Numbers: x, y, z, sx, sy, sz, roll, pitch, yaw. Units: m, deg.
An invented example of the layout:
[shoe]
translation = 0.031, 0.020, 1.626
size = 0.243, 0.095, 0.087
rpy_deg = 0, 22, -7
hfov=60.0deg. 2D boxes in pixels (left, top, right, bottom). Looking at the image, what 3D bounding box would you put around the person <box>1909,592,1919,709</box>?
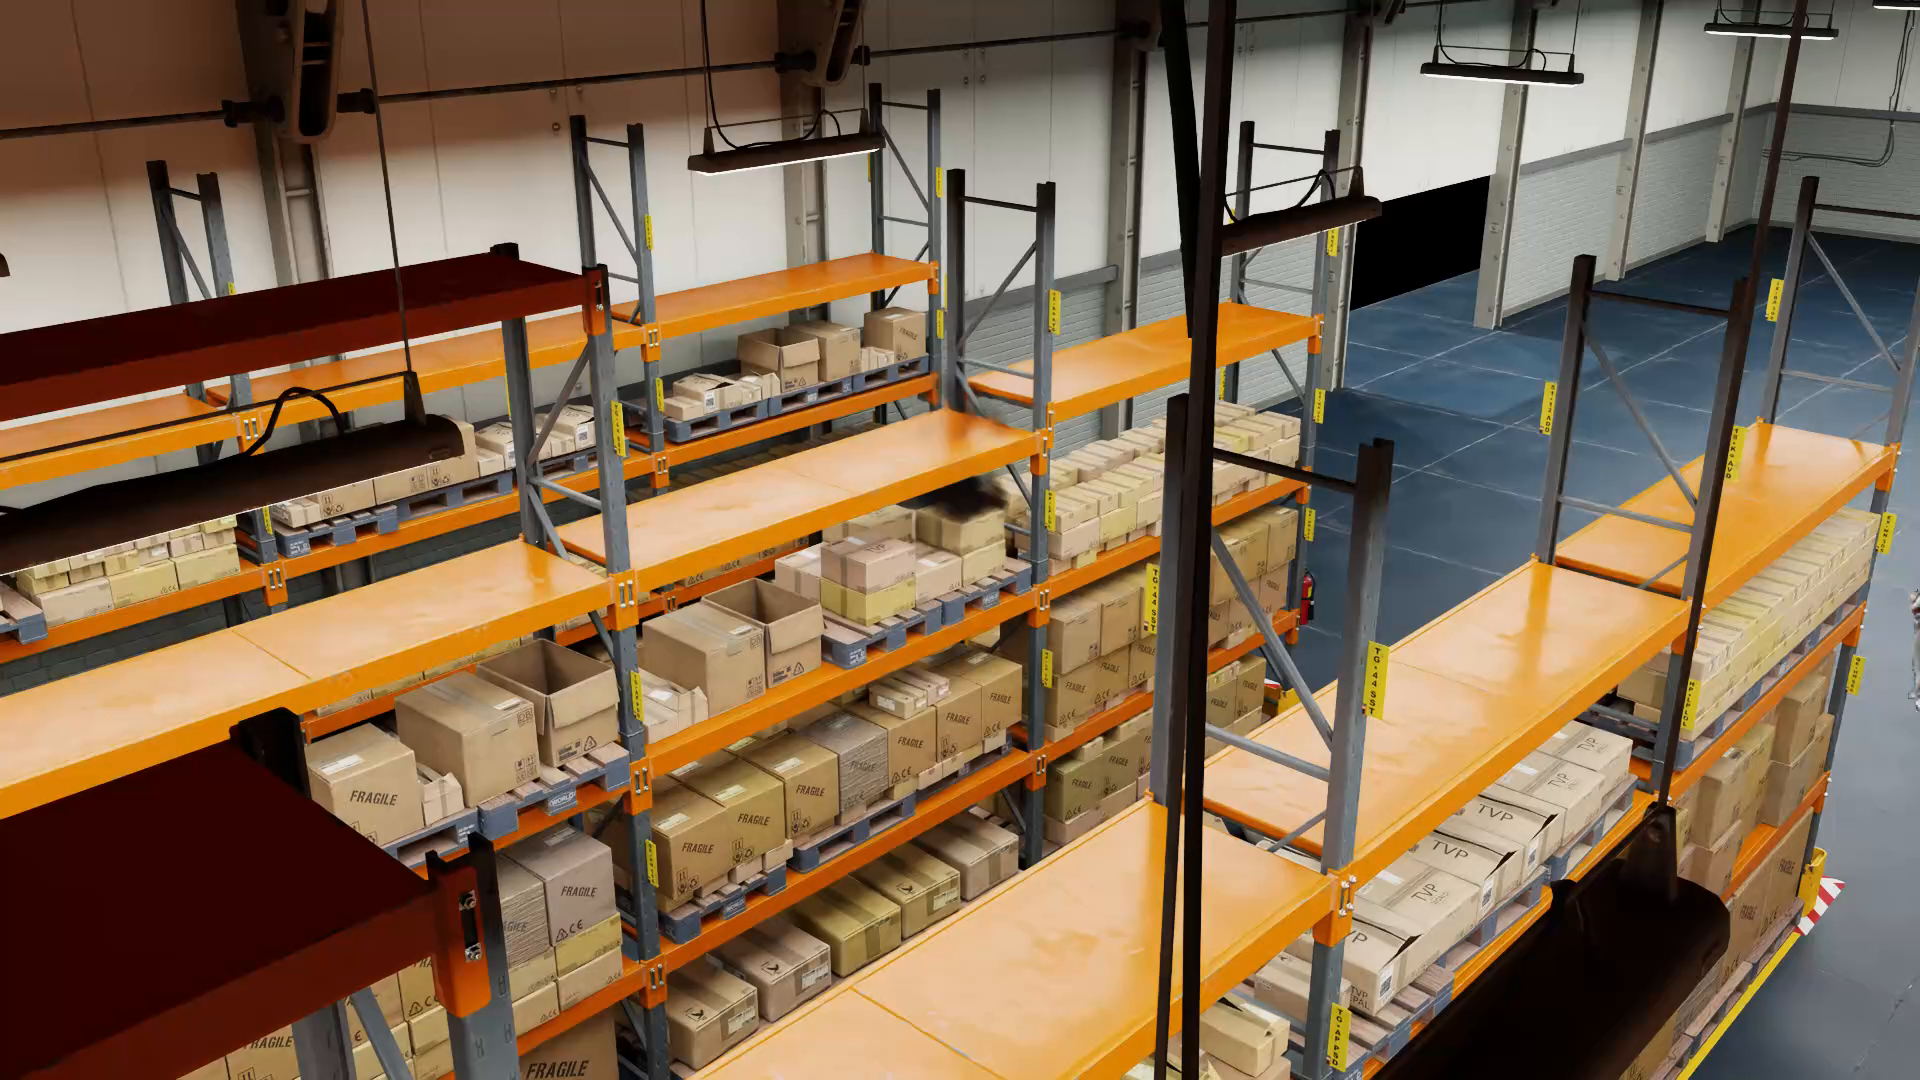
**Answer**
[person]
translation = 10.091, 0.948, 17.258
size = 0.542, 1.731, 0.713
rpy_deg = -6, 22, -15
